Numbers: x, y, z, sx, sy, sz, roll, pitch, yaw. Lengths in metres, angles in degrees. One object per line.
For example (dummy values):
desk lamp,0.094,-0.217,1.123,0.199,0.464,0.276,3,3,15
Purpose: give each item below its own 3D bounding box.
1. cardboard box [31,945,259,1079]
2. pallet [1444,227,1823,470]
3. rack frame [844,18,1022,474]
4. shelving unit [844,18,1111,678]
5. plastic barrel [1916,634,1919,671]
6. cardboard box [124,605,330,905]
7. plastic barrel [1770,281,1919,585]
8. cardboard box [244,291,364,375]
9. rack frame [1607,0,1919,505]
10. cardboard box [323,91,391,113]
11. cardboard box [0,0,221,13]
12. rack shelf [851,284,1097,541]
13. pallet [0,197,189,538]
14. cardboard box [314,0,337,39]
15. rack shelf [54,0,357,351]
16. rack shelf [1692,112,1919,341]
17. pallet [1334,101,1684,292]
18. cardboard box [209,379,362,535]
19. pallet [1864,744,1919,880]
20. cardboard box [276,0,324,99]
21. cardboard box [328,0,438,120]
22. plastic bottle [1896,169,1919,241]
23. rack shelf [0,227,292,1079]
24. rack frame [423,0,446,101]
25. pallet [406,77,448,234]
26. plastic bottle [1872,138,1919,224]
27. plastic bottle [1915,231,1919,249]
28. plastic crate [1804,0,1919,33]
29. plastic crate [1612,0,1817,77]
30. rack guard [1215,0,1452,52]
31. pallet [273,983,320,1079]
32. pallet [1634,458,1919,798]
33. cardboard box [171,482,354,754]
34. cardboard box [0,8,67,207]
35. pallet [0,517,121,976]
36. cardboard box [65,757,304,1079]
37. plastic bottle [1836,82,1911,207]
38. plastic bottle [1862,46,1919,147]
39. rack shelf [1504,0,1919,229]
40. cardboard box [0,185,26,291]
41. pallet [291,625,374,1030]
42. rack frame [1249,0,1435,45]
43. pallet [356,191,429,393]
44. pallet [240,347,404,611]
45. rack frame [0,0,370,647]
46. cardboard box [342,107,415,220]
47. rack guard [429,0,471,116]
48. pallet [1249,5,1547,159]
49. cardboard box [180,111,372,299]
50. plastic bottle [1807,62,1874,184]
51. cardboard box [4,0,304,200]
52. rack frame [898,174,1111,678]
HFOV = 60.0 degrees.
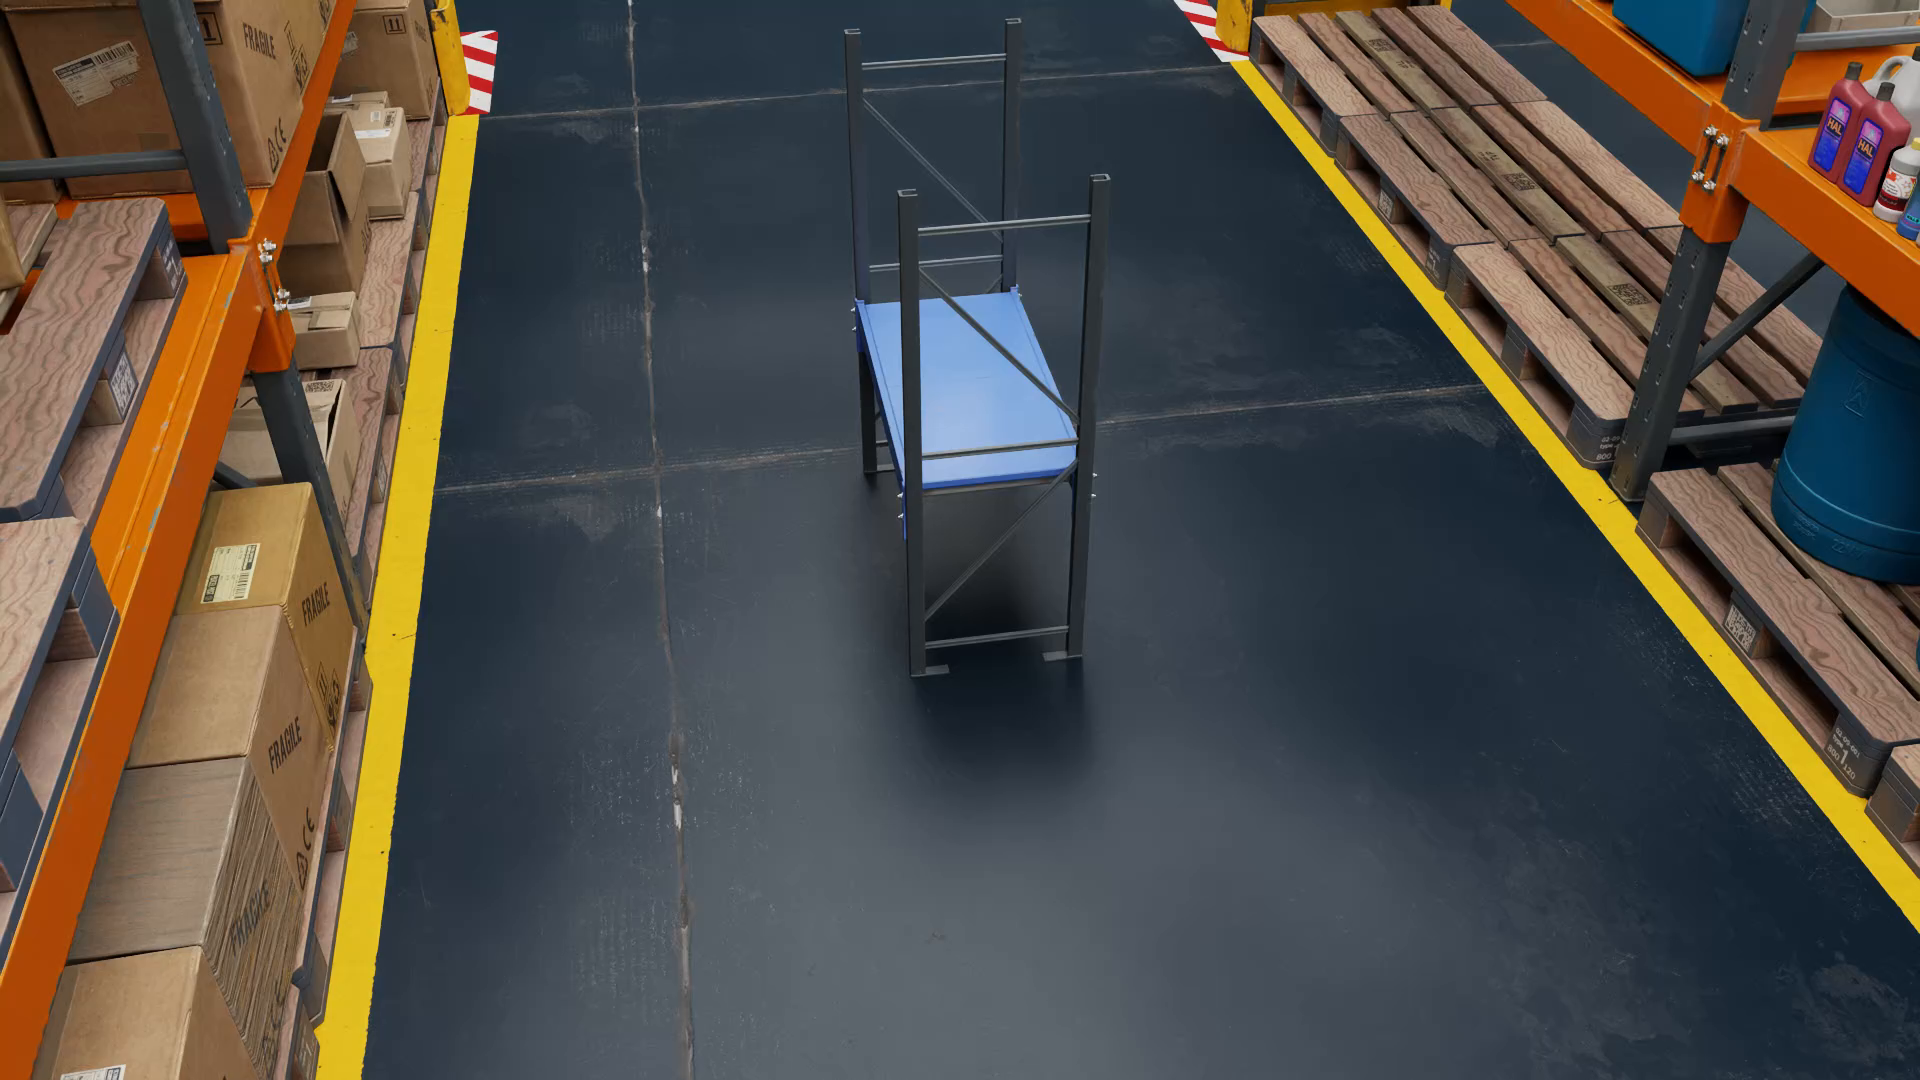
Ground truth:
cardboard box,-1.611,1.131,3.028,0.500,0.500,0.500,-7,38,-9
pallet,2.473,-0.728,6.015,1.003,0.211,1.213,-6,38,-8
rack frame,-0.074,-0.848,5.119,0.500,1.500,0.032,-6,38,-8
shelving unit,0.015,-0.541,4.724,0.538,1.500,1.048,-6,38,-8
plastic barrel,2.843,0.032,4.132,0.600,0.901,0.708,-6,38,-8
cardboard box,-1.790,0.521,3.813,0.500,0.500,0.500,-6,38,-8
plastic barrel,2.719,-0.396,4.683,0.600,0.901,0.708,-6,38,-8
cardboard box,-2.259,-0.712,5.672,0.380,0.166,0.250,-6,38,-8
rack frame,2.640,-1.389,4.593,1.000,3.000,0.127,-6,38,-8
cardboard box,-2.618,-1.773,7.039,0.380,0.166,0.250,-6,38,-8
cardboard box,-2.043,-1.608,3.978,0.500,0.500,0.500,-5,38,-7
rack shelf,0.015,-0.399,4.834,0.538,0.185,1.000,-6,38,-8
pallet,-2.204,-0.289,3.333,1.003,0.211,1.213,-6,38,-8
cardboard box,-2.237,-1.847,5.101,0.500,0.500,0.500,-6,38,-8
rack shelf,-2.588,-1.783,5.686,1.077,0.370,4.000,-6,38,-8
rack shelf,2.991,0.103,3.259,1.077,0.370,4.000,-6,38,-8
pallet,2.256,-1.467,6.966,1.003,0.211,1.213,-6,38,-8
cardboard box,-2.098,-0.248,4.957,0.500,0.311,0.500,-6,38,-8
pallet,2.952,0.921,3.893,1.003,0.211,1.213,-6,38,-8
cardboard box,-2.151,-1.544,4.711,0.500,0.500,0.500,-6,38,-7
cardboard box,-2.601,-2.160,7.264,0.500,0.500,0.500,-6,38,-8
plastic bottle,2.363,-0.864,4.022,0.097,0.271,0.097,0,38,0
rack shelf,-1.886,0.633,2.576,1.077,0.370,4.000,-6,38,-8
rack frame,-2.938,-3.275,7.020,1.000,3.000,0.127,-6,38,-8
pallet,-2.784,-1.646,7.197,1.003,0.211,1.213,-6,38,-8
plastic bottle,2.346,-0.895,4.119,0.097,0.201,0.097,0,38,0
plastic bottle,2.410,-0.799,3.934,0.152,0.276,0.135,-6,38,-8
plastic crate,2.699,-1.605,5.037,0.396,0.136,0.243,-6,38,-8
plastic crate,2.223,-1.652,4.896,0.392,0.384,0.575,-6,38,-8
rack guard,1.922,-2.831,8.487,1.175,0.500,0.348,-6,38,-8
pallet,-1.840,1.468,3.188,1.003,0.211,1.213,-6,38,-8
pallet,2.734,0.182,4.843,1.003,0.211,1.213,-6,38,-8
cardboard box,-1.868,0.222,4.198,0.500,0.500,0.500,-6,38,-8
cardboard box,-2.577,-1.173,4.233,0.500,0.500,0.500,-6,38,-7
pallet,-1.881,0.459,2.371,1.003,0.211,1.213,-6,38,-8
cardboard box,-1.703,0.824,3.423,0.500,0.500,0.500,-6,38,-7
plastic bottle,2.308,-0.995,4.181,0.061,0.283,0.133,-6,38,-8
plastic bottle,2.390,-1.098,4.259,0.144,0.351,0.185,-6,38,-8
rack shelf,2.290,-2.313,6.369,1.077,0.370,4.000,-6,38,-8
cardboard box,-2.374,-0.754,3.352,0.700,0.500,0.500,-19,42,-23
pallet,-2.057,0.730,4.139,1.003,0.211,1.213,-6,38,-8
rack frame,1.939,-3.805,7.703,1.000,3.000,0.127,-6,38,-8
pallet,-2.574,-0.911,6.251,1.003,0.211,1.213,-6,38,-8
pallet,-2.357,-0.172,5.300,1.003,0.211,1.213,-6,38,-8
rack frame,-2.237,-0.859,3.911,1.000,3.000,0.127,-6,38,-8
cardboard box,-2.464,-1.484,6.598,0.500,0.250,0.500,-6,38,-8
rack guard,-2.925,-2.242,7.728,1.175,0.500,0.348,-6,38,-8
pallet,2.045,-2.202,7.912,1.003,0.211,1.213,-6,38,-8
cardboard box,-2.572,-1.181,6.001,0.797,0.503,0.637,-6,38,-8
plastic bottle,2.284,-1.076,4.285,0.061,0.283,0.133,-6,38,-8
cardboard box,-2.058,-1.235,4.314,0.500,0.500,0.500,-5,38,-7
rack frame,0.104,-0.234,4.328,0.500,1.500,0.032,-6,38,-8
